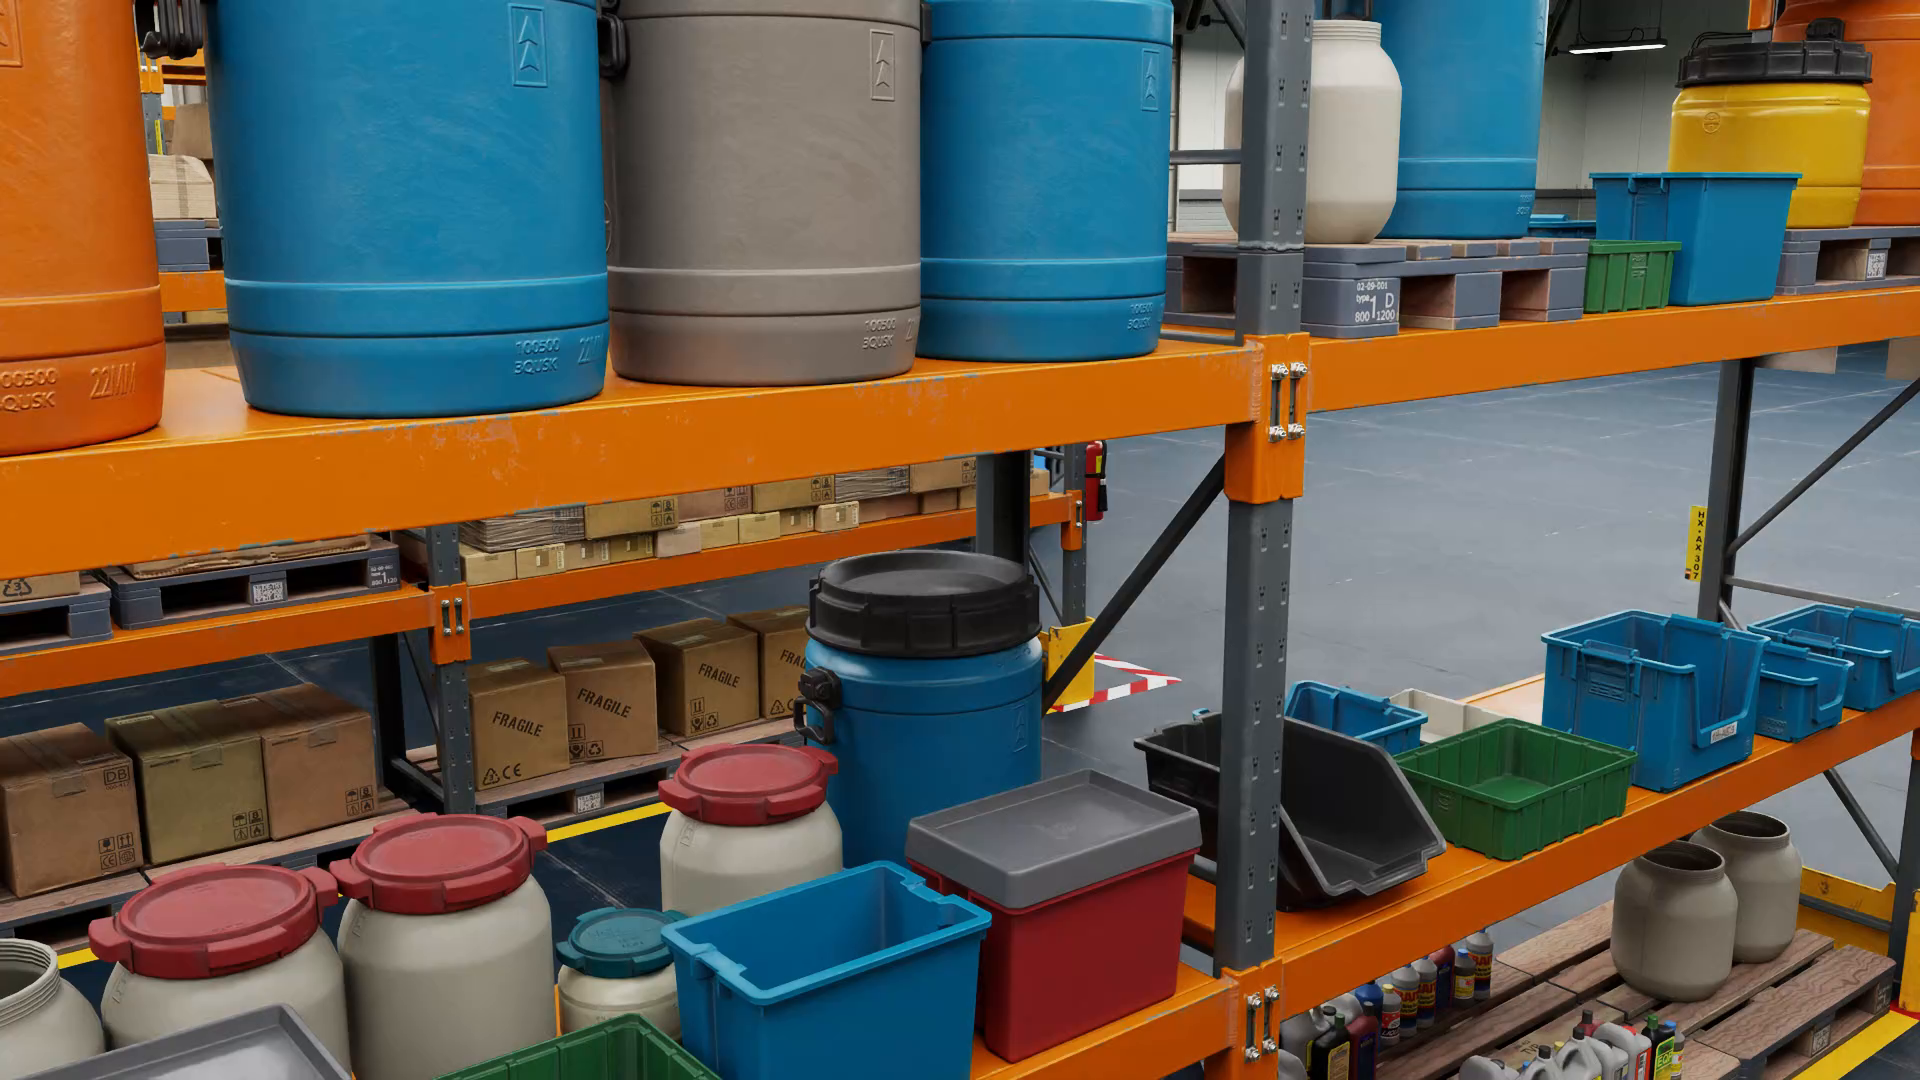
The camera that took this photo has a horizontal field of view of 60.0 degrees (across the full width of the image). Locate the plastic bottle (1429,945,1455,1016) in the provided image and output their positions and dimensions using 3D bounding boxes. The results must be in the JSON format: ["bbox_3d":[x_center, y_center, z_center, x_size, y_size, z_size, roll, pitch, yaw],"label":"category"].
[{"bbox_3d":[1.724,1.568,6.005,0.133,0.283,0.061,-9,15,-37],"label":"plastic bottle"}]

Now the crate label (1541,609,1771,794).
[{"bbox_3d":[2.255,0.508,5.428,0.616,0.435,0.502,-9,15,-38],"label":"crate label"}]

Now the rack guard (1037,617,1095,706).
[{"bbox_3d":[0.370,0.672,10.760,0.348,0.500,1.175,-9,15,-38],"label":"rack guard"}]

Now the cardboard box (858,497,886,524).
[{"bbox_3d":[-0.631,-0.202,9.464,0.250,0.149,0.380,-9,15,-38],"label":"cardboard box"}]

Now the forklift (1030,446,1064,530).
[{"bbox_3d":[0.426,-1.714,16.144,1.130,2.935,3.031,3,12,14],"label":"forklift"}]

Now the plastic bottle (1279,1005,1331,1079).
[{"bbox_3d":[1.124,1.645,5.477,0.185,0.351,0.144,-10,15,-38],"label":"plastic bottle"}]

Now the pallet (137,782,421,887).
[{"bbox_3d":[-3.302,1.424,7.915,1.213,0.211,1.003,-9,15,-38],"label":"pallet"}]

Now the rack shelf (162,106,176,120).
[{"bbox_3d":[-10.427,-5.100,20.176,4.000,0.370,1.077,-9,15,-38],"label":"rack shelf"}]

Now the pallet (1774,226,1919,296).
[{"bbox_3d":[2.816,-1.040,6.040,1.213,0.211,1.003,-9,15,-38],"label":"pallet"}]

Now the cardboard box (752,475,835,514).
[{"bbox_3d":[-1.148,-0.483,9.224,0.500,0.500,0.875,-9,15,-38],"label":"cardboard box"}]

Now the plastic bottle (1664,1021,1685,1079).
[{"bbox_3d":[2.363,1.706,5.551,0.097,0.201,0.097,0,12,0],"label":"plastic bottle"}]

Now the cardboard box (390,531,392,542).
[{"bbox_3d":[-4.478,-0.213,13.014,0.875,0.875,0.875,-9,15,-37],"label":"cardboard box"}]

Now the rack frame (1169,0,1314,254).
[{"bbox_3d":[0.400,-2.173,3.696,0.127,3.000,1.000,-9,15,-38],"label":"rack frame"}]

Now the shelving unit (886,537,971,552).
[{"bbox_3d":[-0.274,-0.419,14.395,1.048,1.125,0.538,-6,14,-28],"label":"shelving unit"}]

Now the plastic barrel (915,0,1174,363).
[{"bbox_3d":[0.138,-0.849,3.479,0.708,0.901,0.600,-9,15,-38],"label":"plastic barrel"}]

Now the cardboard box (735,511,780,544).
[{"bbox_3d":[-1.176,-0.094,8.957,0.250,0.149,0.380,-9,15,-38],"label":"cardboard box"}]

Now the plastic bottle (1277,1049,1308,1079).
[{"bbox_3d":[0.984,1.745,5.189,0.135,0.276,0.152,-9,15,-38],"label":"plastic bottle"}]

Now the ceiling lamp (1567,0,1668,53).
[{"bbox_3d":[13.403,-11.439,33.282,0.800,3.185,2.000,-9,15,-38],"label":"ceiling lamp"}]

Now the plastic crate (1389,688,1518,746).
[{"bbox_3d":[1.509,0.639,5.532,0.437,0.136,0.530,-9,15,-38],"label":"plastic crate"}]

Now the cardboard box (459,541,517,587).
[{"bbox_3d":[-2.339,0.102,8.030,0.250,0.149,0.380,-9,15,-38],"label":"cardboard box"}]

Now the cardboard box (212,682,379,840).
[{"bbox_3d":[-3.187,1.042,7.957,0.500,0.500,0.700,-11,16,-42],"label":"cardboard box"}]

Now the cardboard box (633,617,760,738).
[{"bbox_3d":[-1.479,0.762,9.327,0.500,0.500,0.500,-11,16,-43],"label":"cardboard box"}]

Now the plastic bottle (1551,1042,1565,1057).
[{"bbox_3d":[1.948,1.734,5.417,0.097,0.201,0.097,0,12,0],"label":"plastic bottle"}]

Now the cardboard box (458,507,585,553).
[{"bbox_3d":[-2.305,-0.284,8.289,0.500,0.500,0.875,-9,15,-38],"label":"cardboard box"}]

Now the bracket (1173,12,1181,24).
[{"bbox_3d":[3.981,-9.948,31.646,0.430,0.232,0.235,-9,15,-38],"label":"bracket"}]

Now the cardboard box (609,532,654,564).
[{"bbox_3d":[-1.768,0.001,8.507,0.250,0.149,0.380,-9,15,-38],"label":"cardboard box"}]

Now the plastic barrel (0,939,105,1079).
[{"bbox_3d":[-1.725,1.004,2.912,0.421,0.512,0.421,0,12,0],"label":"plastic barrel"}]

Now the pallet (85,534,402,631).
[{"bbox_3d":[-3.382,0.128,7.766,1.213,0.211,1.003,-9,15,-38],"label":"pallet"}]

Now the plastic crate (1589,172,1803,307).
[{"bbox_3d":[2.222,-0.920,5.058,0.575,0.384,0.392,-9,15,-38],"label":"plastic crate"}]

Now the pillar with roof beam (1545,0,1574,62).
[{"bbox_3d":[16.143,-9.157,36.589,0.548,9.000,9.100,-9,15,-38],"label":"pillar with roof beam"}]

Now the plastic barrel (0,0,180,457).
[{"bbox_3d":[-1.436,-0.553,2.254,0.708,0.830,0.600,-9,15,-38],"label":"plastic barrel"}]

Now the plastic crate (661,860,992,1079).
[{"bbox_3d":[-0.267,0.963,3.409,0.575,0.384,0.392,-9,15,-38],"label":"plastic crate"}]

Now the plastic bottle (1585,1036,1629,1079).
[{"bbox_3d":[2.041,1.716,5.325,0.135,0.276,0.152,-10,16,-39],"label":"plastic bottle"}]

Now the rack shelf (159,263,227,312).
[{"bbox_3d":[-4.256,-0.897,6.643,4.000,0.370,1.077,-9,15,-38],"label":"rack shelf"}]

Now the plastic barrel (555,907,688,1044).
[{"bbox_3d":[-0.730,0.976,3.642,0.301,0.262,0.301,0,12,0],"label":"plastic barrel"}]

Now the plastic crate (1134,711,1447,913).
[{"bbox_3d":[0.888,0.745,4.548,0.504,0.338,0.767,-9,15,-38],"label":"plastic crate"}]

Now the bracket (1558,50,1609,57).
[{"bbox_3d":[15.389,-11.843,40.573,3.189,0.066,0.076,-9,15,-38],"label":"bracket"}]

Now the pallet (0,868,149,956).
[{"bbox_3d":[-4.255,1.583,7.165,1.213,0.211,1.003,-9,15,-38],"label":"pallet"}]

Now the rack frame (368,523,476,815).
[{"bbox_3d":[-2.695,-0.041,8.102,0.127,3.000,1.000,-9,15,-38],"label":"rack frame"}]

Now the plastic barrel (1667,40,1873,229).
[{"bbox_3d":[2.712,-1.353,5.595,0.600,0.588,0.600,0,12,0],"label":"plastic barrel"}]

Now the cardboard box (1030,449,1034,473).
[{"bbox_3d":[-0.018,-0.688,10.190,0.500,0.500,0.875,-9,15,-38],"label":"cardboard box"}]

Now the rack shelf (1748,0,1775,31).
[{"bbox_3d":[1.961,-1.885,5.034,4.000,0.370,1.077,-9,15,-38],"label":"rack shelf"}]

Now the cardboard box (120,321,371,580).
[{"bbox_3d":[-3.402,-0.460,7.618,1.000,1.000,1.000,-9,15,-37],"label":"cardboard box"}]

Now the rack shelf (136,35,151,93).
[{"bbox_3d":[-7.276,-2.986,10.223,4.000,0.370,1.077,-9,15,-38],"label":"rack shelf"}]

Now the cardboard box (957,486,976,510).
[{"bbox_3d":[-0.023,-0.294,9.896,0.250,0.149,0.380,-9,15,-38],"label":"cardboard box"}]

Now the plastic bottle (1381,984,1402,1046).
[{"bbox_3d":[1.489,1.652,5.807,0.097,0.201,0.097,0,12,0],"label":"plastic bottle"}]

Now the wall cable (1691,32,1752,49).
[{"bbox_3d":[18.270,-10.536,38.399,0.112,2.526,3.097,-9,15,-38],"label":"wall cable"}]

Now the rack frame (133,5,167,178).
[{"bbox_3d":[-5.714,-3.794,11.329,0.127,3.000,1.000,-9,15,-38],"label":"rack frame"}]

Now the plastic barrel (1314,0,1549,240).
[{"bbox_3d":[1.244,-1.268,4.438,0.708,0.901,0.600,-9,15,-38],"label":"plastic barrel"}]
